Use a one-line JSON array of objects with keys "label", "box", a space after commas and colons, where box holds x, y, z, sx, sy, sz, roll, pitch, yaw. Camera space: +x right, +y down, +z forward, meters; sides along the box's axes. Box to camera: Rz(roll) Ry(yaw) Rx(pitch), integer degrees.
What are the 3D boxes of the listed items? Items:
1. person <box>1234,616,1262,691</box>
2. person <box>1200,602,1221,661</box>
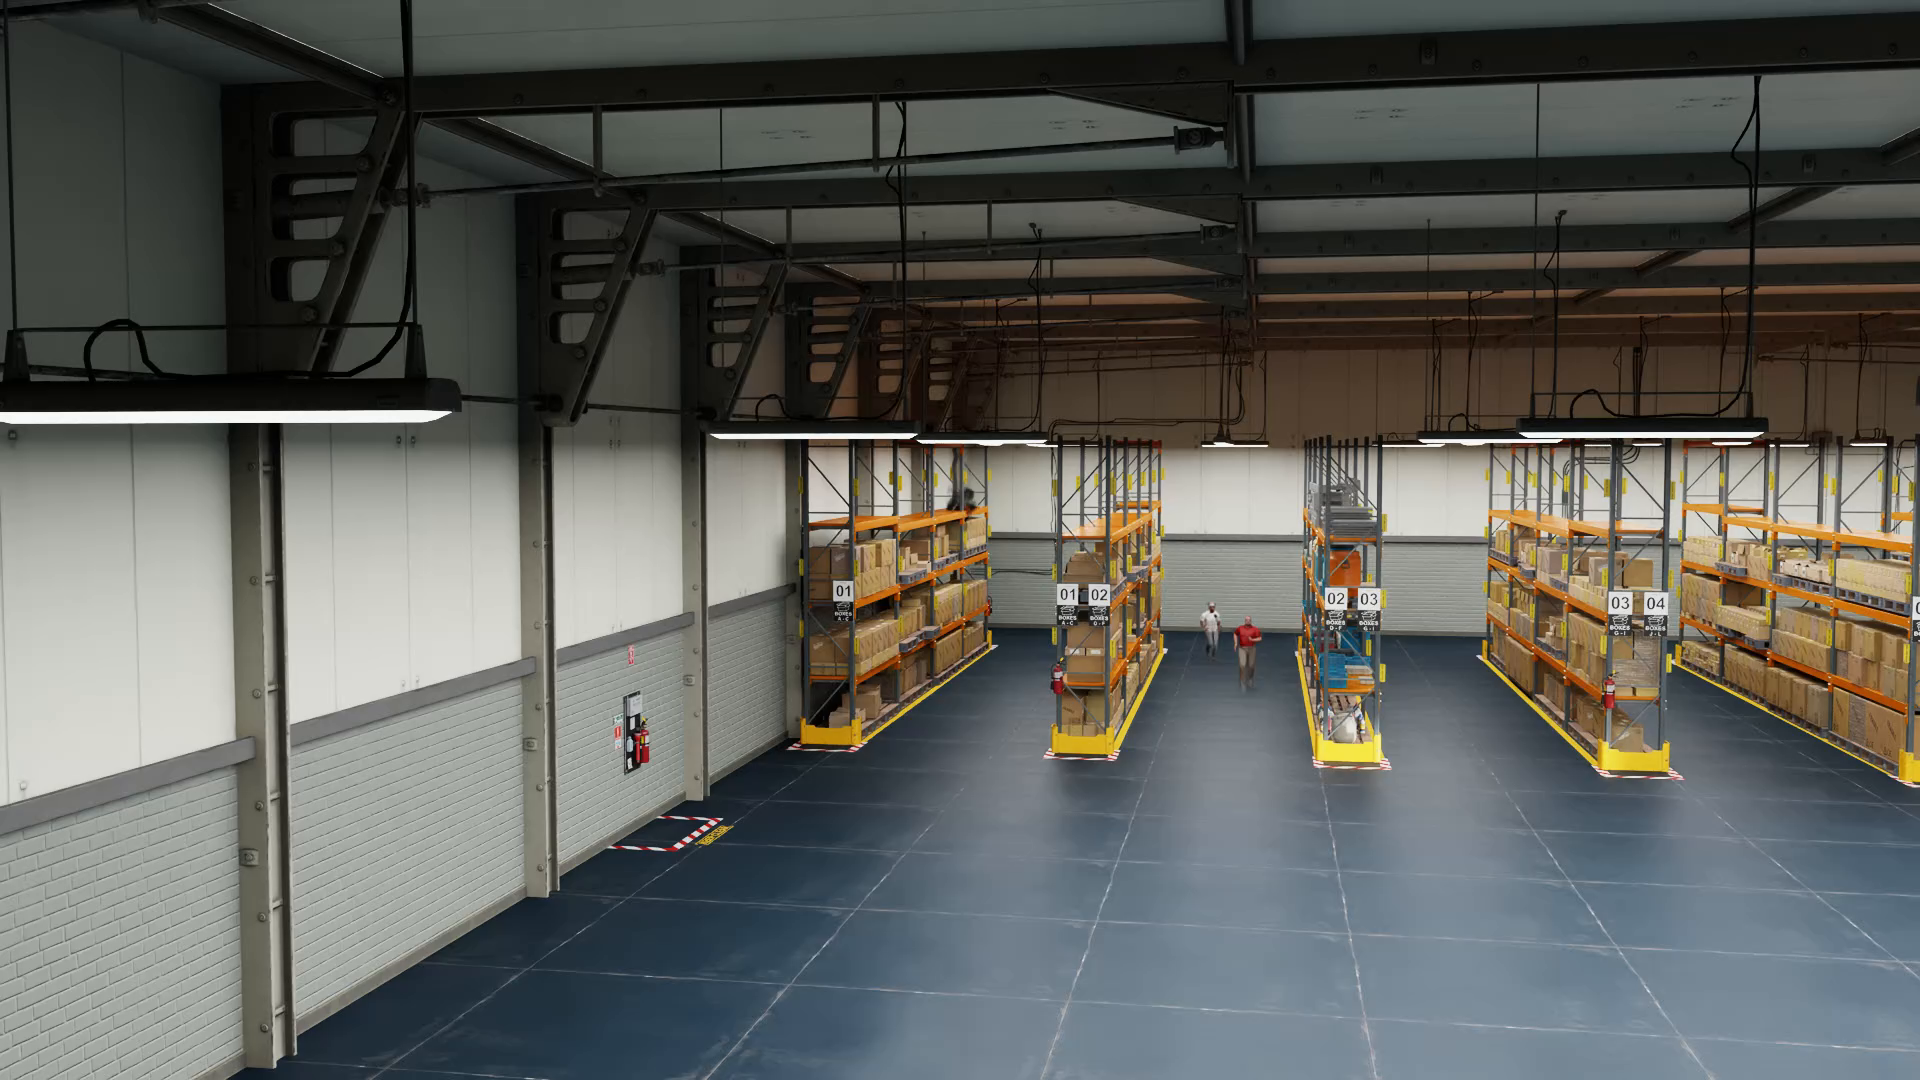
[{"label": "person", "box": [6.884, 2.688, 39.802, 0.653, 1.746, 0.902, 1, 3, 9]}, {"label": "person", "box": [6.818, 2.474, 45.086, 0.539, 1.629, 0.647, 0, 3, -8]}]
